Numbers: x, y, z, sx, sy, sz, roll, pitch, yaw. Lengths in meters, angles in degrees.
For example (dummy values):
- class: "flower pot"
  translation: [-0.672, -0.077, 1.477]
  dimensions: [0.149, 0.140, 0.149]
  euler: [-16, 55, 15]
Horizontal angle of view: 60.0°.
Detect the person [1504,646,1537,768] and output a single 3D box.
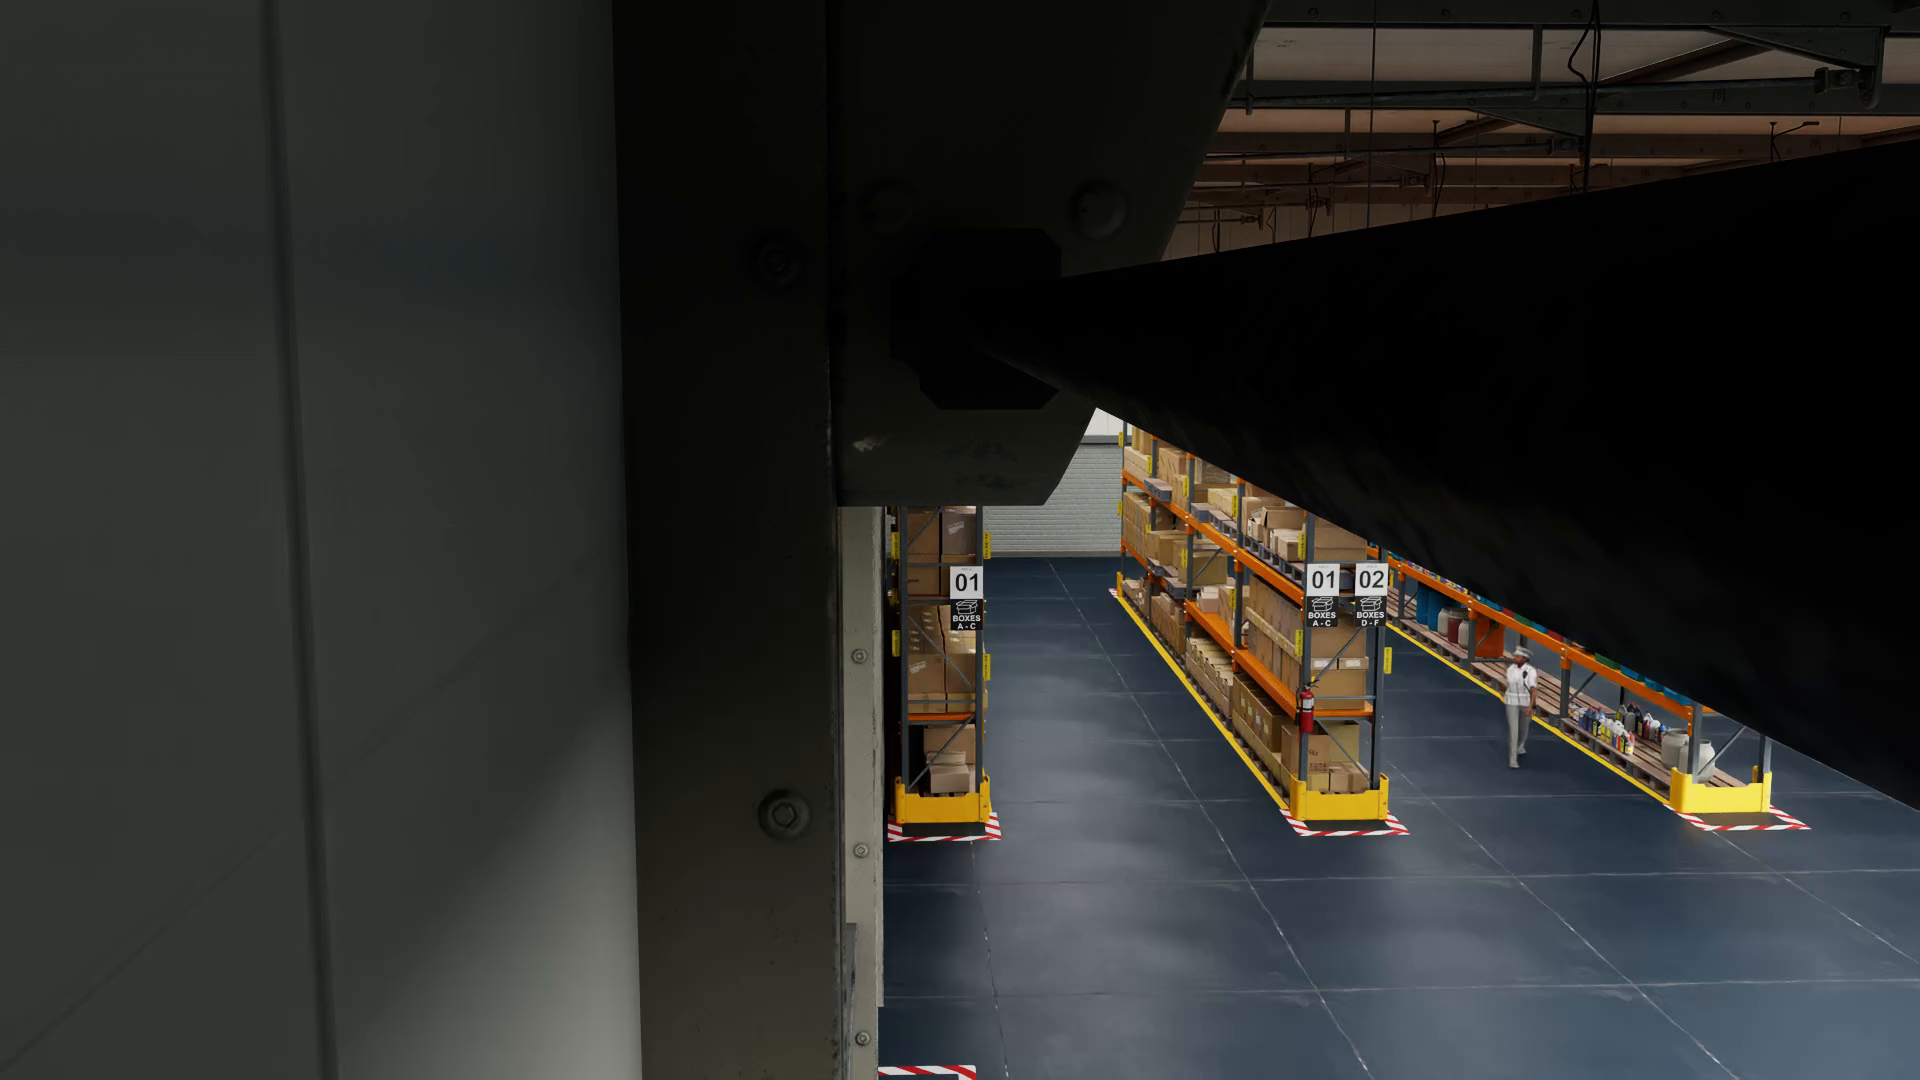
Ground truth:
- class: "person"
  translation: [7.764, 2.277, 23.088]
  dimensions: [0.417, 1.647, 0.942]
  euler: [1, 8, 9]
